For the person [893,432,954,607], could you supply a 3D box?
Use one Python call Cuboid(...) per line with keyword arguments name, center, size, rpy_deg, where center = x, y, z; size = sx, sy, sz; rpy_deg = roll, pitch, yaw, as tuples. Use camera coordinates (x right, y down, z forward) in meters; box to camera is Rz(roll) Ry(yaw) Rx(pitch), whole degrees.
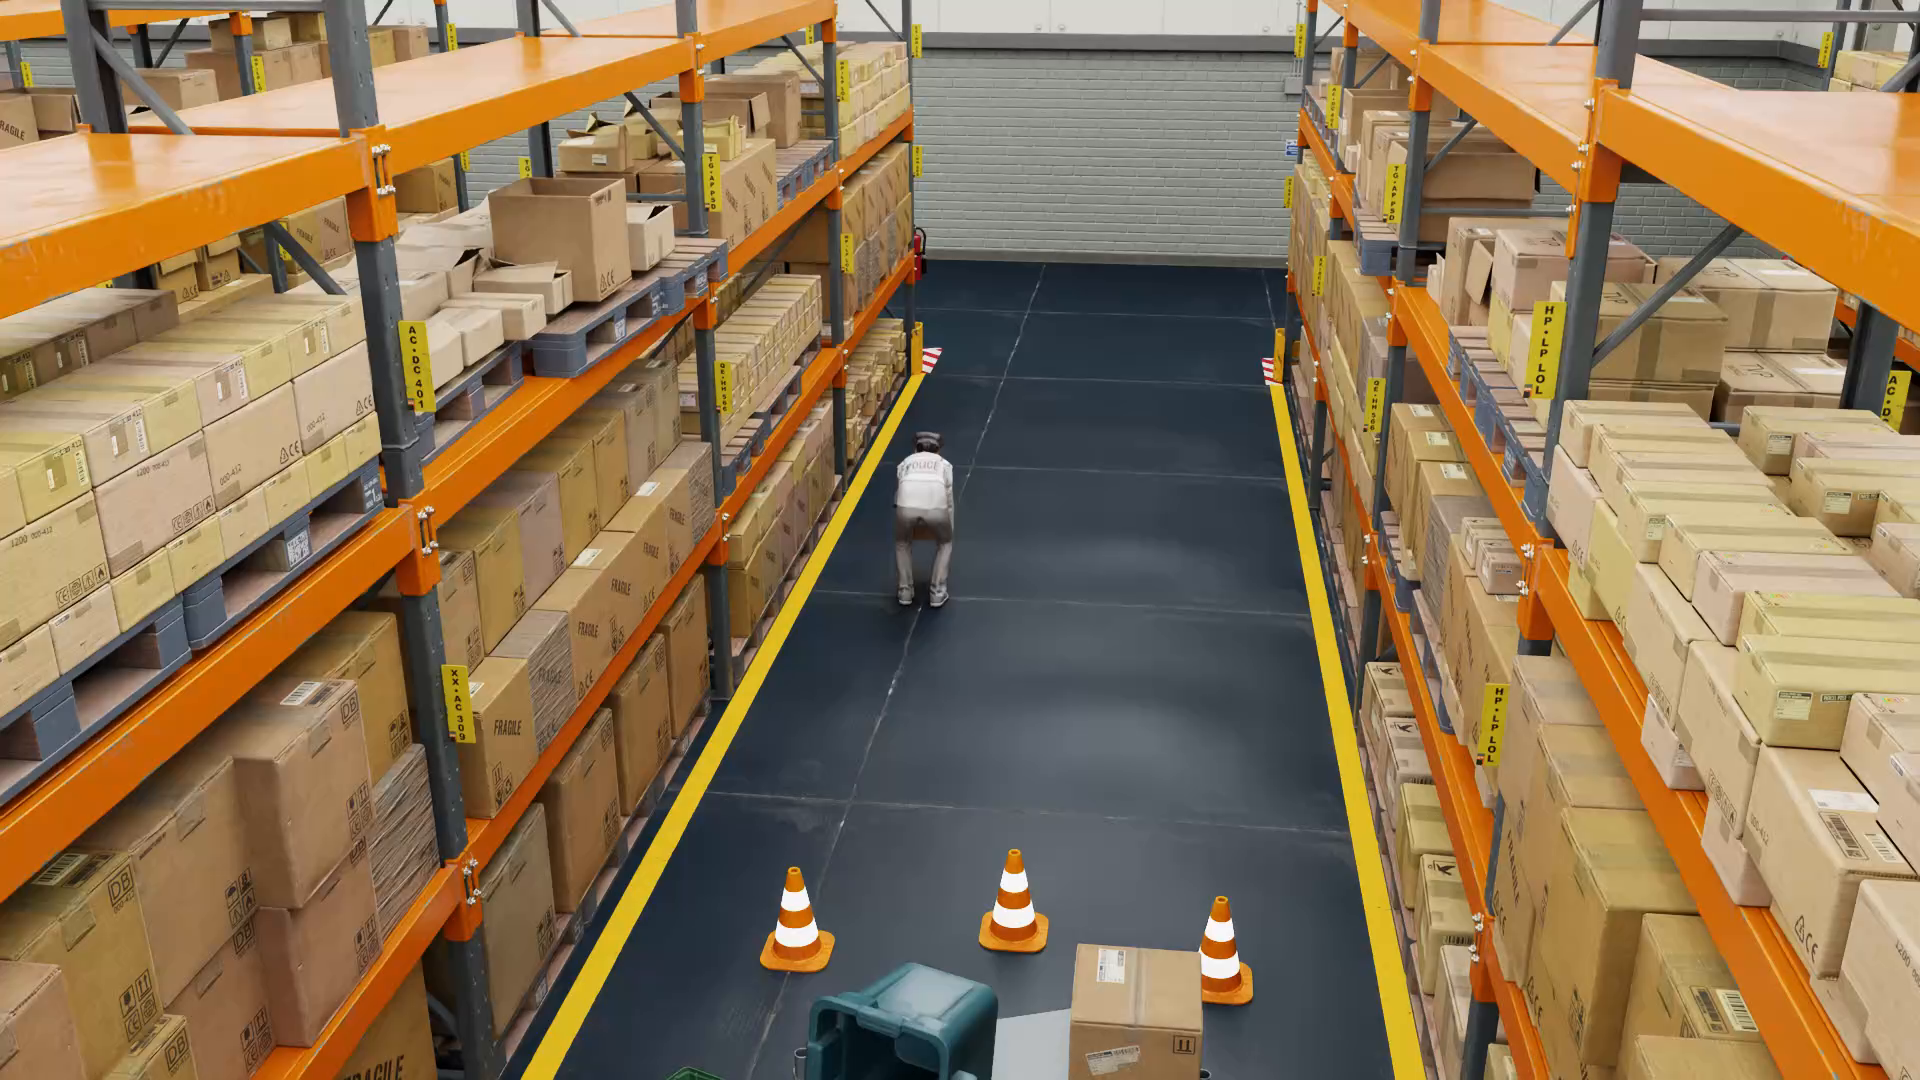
Cuboid(name="person", center=(-0.259, -0.159, 12.206), size=(0.442, 1.148, 0.915), rpy_deg=(2, 21, 4))
